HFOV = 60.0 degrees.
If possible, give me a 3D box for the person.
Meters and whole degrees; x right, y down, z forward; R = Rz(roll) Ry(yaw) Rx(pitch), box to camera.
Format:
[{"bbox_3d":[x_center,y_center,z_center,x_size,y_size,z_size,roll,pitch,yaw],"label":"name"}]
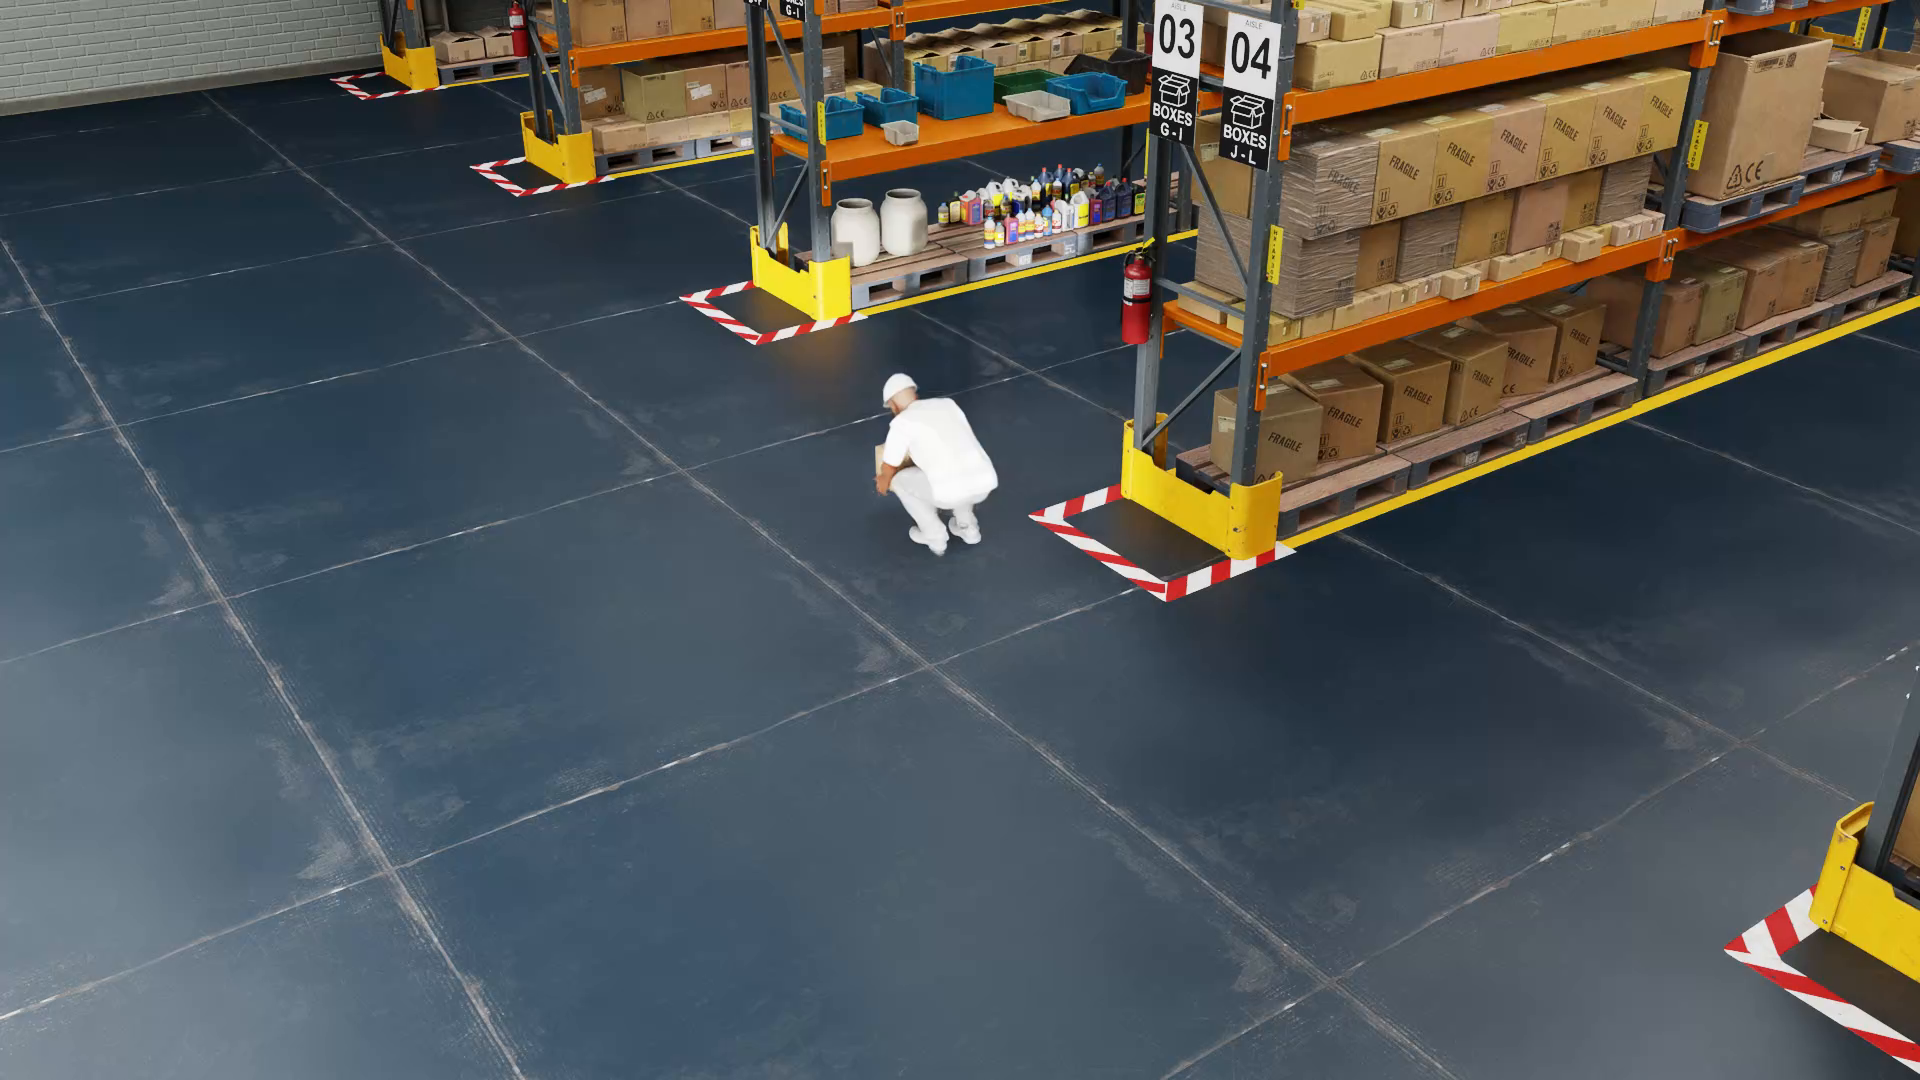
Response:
[{"bbox_3d":[-0.193,-0.484,10.304,0.546,1.005,0.911,-19,34,-32],"label":"person"}]
